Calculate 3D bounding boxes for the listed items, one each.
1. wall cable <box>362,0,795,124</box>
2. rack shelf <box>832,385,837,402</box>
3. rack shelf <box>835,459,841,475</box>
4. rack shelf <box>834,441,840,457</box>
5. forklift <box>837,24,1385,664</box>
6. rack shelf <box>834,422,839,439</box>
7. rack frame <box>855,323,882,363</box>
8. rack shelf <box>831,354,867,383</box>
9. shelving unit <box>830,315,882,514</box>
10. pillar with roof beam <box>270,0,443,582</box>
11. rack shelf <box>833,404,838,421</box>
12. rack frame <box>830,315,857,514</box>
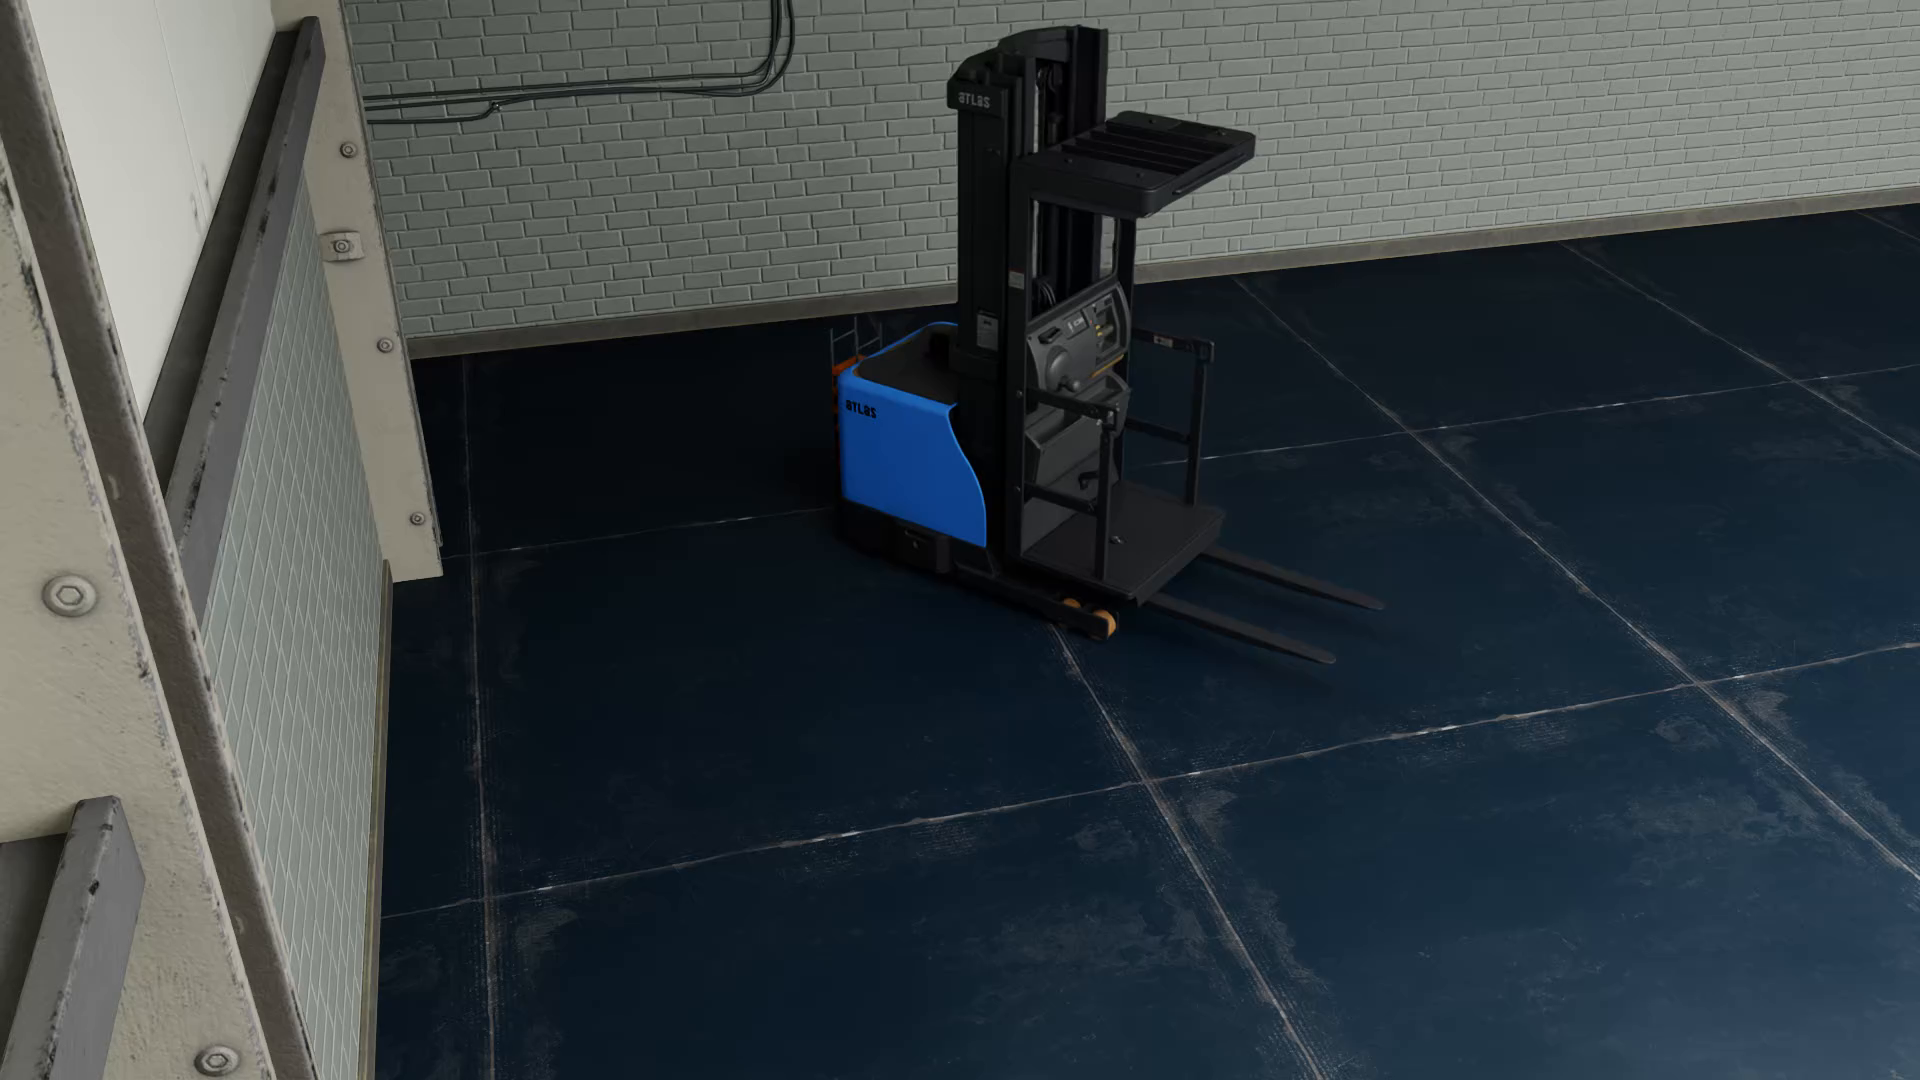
[{"bbox_3d":[-2.632,-4.023,10.817,3.097,2.526,0.112,-8,31,-13],"label":"wall cable"},{"bbox_3d":[-0.593,-0.870,9.665,0.180,0.103,0.258,19,35,30],"label":"rack shelf"},{"bbox_3d":[-0.593,-0.455,9.906,0.180,0.103,0.258,19,35,30],"label":"rack shelf"},{"bbox_3d":[-0.593,-0.559,9.846,0.180,0.103,0.258,19,35,30],"label":"rack shelf"},{"bbox_3d":[0.799,-1.036,8.613,3.031,2.935,1.130,19,35,30],"label":"forklift"},{"bbox_3d":[-0.593,-0.662,9.785,0.180,0.103,0.258,19,35,30],"label":"rack shelf"},{"bbox_3d":[-0.518,-0.675,9.718,0.006,1.200,0.240,19,35,30],"label":"rack frame"},{"bbox_3d":[-0.593,-0.974,9.605,0.180,0.103,0.258,19,35,30],"label":"rack shelf"},{"bbox_3d":[-0.593,-0.701,9.763,0.189,1.200,0.258,19,35,30],"label":"shelving unit"},{"bbox_3d":[1.026,-4.341,8.266,9.100,9.000,0.400,-8,31,-13],"label":"pillar with roof beam"},{"bbox_3d":[-0.593,-0.766,9.725,0.180,0.103,0.258,19,35,30],"label":"rack shelf"},{"bbox_3d":[-0.668,-0.727,9.809,0.006,1.200,0.240,19,35,30],"label":"rack frame"}]
